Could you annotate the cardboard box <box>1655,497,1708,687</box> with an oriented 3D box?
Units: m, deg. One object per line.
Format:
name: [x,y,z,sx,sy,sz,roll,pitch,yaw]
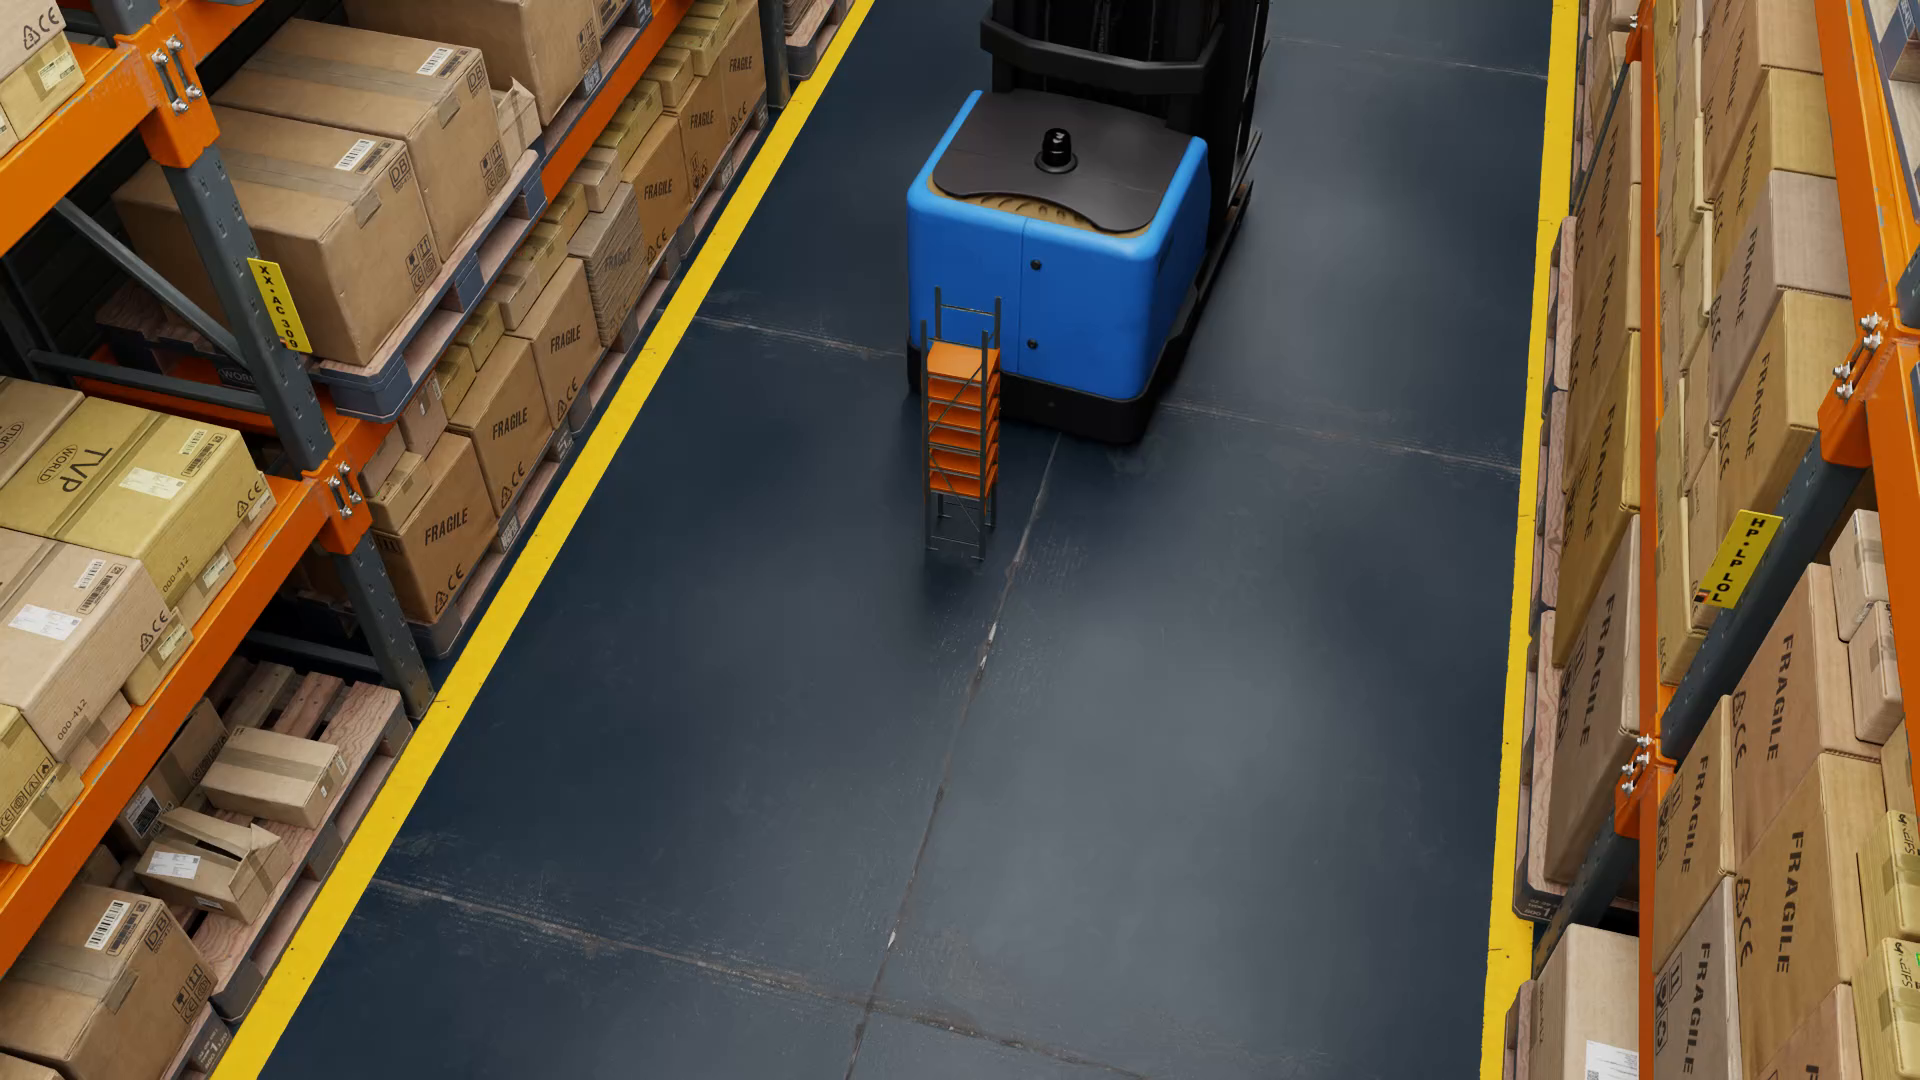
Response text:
cardboard box: [2.228,0.182,4.608,0.500,0.250,0.500,10,49,9]

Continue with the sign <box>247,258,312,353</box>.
sign: [-1.911,-0.656,4.669,0.100,0.325,0.005,12,50,10]

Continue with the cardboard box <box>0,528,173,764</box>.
cardboard box: [-2.453,0.262,4.338,0.500,0.250,0.500,12,50,10]

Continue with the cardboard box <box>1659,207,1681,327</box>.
cardboard box: [2.646,-0.922,5.582,0.500,0.250,0.500,12,50,10]

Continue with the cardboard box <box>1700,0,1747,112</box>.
cardboard box: [2.768,-1.711,5.444,0.500,0.500,0.500,13,50,11]

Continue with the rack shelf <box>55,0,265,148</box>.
rack shelf: [-1.910,-2.672,5.505,1.077,0.370,4.000,12,50,10]

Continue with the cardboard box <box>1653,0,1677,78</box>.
cardboard box: [3.034,-2.033,6.563,0.500,0.250,0.500,11,49,9]

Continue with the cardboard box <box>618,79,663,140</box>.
cardboard box: [-1.536,-1.916,7.314,0.380,0.149,0.250,13,50,11]

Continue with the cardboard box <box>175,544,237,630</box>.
cardboard box: [-2.324,0.086,4.760,0.380,0.149,0.250,13,50,11]

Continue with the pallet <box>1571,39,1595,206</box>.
pallet: [3.613,-2.029,8.319,1.003,0.211,1.213,12,50,10]

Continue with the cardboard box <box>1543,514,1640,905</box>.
cardboard box: [2.439,0.606,5.270,0.875,0.875,0.875,13,50,11]

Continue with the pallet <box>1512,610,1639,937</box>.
pallet: [2.484,0.856,5.773,1.003,0.211,1.213,12,50,10]

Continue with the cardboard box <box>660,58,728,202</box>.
cardboard box: [-1.429,-1.967,7.792,0.500,0.500,0.500,11,49,9]

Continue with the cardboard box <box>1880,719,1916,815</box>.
cardboard box: [1.941,0.487,3.073,0.380,0.149,0.250,11,49,10]

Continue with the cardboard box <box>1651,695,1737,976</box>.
cardboard box: [1.977,0.761,3.930,0.500,0.500,0.500,13,50,11]

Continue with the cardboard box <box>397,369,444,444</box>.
cardboard box: [-2.063,-0.500,5.865,0.380,0.149,0.250,9,49,8]

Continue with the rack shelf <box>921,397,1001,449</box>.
rack shelf: [0.004,-0.458,6.172,0.258,0.103,0.180,12,50,10]

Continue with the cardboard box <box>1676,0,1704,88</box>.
cardboard box: [2.897,-1.811,6.034,0.500,0.250,0.500,13,50,11]

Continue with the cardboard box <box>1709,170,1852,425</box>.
cardboard box: [2.358,-0.606,4.470,0.500,0.500,0.500,12,50,11]

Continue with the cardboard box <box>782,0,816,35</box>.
cardboard box: [-1.206,-3.166,8.766,0.875,0.625,0.625,13,50,11]

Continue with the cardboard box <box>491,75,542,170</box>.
cardboard box: [-1.701,-1.494,5.797,0.396,0.266,0.258,14,50,12]

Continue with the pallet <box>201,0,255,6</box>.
pallet: [-2.197,-1.859,4.433,1.213,0.211,1.003,12,50,10]

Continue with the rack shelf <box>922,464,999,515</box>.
rack shelf: [0.004,-0.219,6.441,0.258,0.103,0.180,12,50,10]

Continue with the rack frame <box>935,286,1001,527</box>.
rack frame: [0.028,-0.474,6.287,0.240,1.200,0.006,12,50,10]

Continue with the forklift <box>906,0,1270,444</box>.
forklift: [0.768,-2.501,6.921,1.130,2.935,3.031,16,50,13]

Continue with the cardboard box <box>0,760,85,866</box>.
cardboard box: [-2.505,0.653,4.259,0.380,0.149,0.250,11,49,9]

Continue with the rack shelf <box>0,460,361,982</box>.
rack shelf: [-2.963,1.214,4.077,1.077,0.370,4.000,12,50,10]

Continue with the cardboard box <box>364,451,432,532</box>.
cardboard box: [-2.085,-0.204,5.803,0.380,0.149,0.250,14,50,12]

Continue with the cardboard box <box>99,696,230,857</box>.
cardboard box: [-2.838,0.711,5.554,0.500,0.311,0.500,13,50,11]

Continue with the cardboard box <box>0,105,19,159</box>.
cardboard box: [-2.314,-0.885,3.616,0.380,0.149,0.250,11,50,10]

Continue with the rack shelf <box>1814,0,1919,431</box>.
rack shelf: [2.880,-1.695,4.643,1.077,0.370,4.000,12,50,10]

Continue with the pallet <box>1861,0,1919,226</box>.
pallet: [2.547,-1.096,3.762,0.805,0.209,1.217,10,49,9]

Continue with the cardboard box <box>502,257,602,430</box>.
cardboard box: [-1.826,-0.835,6.792,0.500,0.500,0.500,10,49,9]

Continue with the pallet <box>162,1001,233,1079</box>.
pallet: [-2.937,1.834,4.910,1.003,0.211,1.213,12,50,10]

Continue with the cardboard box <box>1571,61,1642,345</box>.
cardboard box: [3.144,-1.340,6.988,0.875,0.875,0.875,11,50,10]

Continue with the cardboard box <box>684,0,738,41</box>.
cardboard box: [-1.269,-2.483,7.814,0.380,0.149,0.250,9,49,8]

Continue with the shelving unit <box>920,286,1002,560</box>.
shelving unit: [0.004,-0.407,6.228,0.258,1.200,0.189,12,50,10]

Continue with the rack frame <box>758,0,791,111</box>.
rack frame: [-1.384,-3.364,7.637,1.000,3.000,0.127,12,50,10]

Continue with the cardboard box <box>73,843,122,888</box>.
cardboard box: [-2.952,1.079,5.338,0.380,0.149,0.250,11,49,10]

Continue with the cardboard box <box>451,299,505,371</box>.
cardboard box: [-1.971,-0.808,6.336,0.380,0.149,0.250,11,49,9]

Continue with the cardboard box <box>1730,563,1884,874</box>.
cardboard box: [1.994,0.439,3.547,0.500,0.500,0.500,12,50,10]

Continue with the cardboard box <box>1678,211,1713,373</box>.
cardboard box: [2.490,-0.715,5.066,0.500,0.250,0.500,13,50,11]

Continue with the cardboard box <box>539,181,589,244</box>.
cardboard box: [-1.759,-1.362,6.825,0.380,0.149,0.250,12,50,10]

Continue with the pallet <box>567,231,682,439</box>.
pallet: [-1.940,-1.029,7.436,1.003,0.211,1.213,12,50,10]
